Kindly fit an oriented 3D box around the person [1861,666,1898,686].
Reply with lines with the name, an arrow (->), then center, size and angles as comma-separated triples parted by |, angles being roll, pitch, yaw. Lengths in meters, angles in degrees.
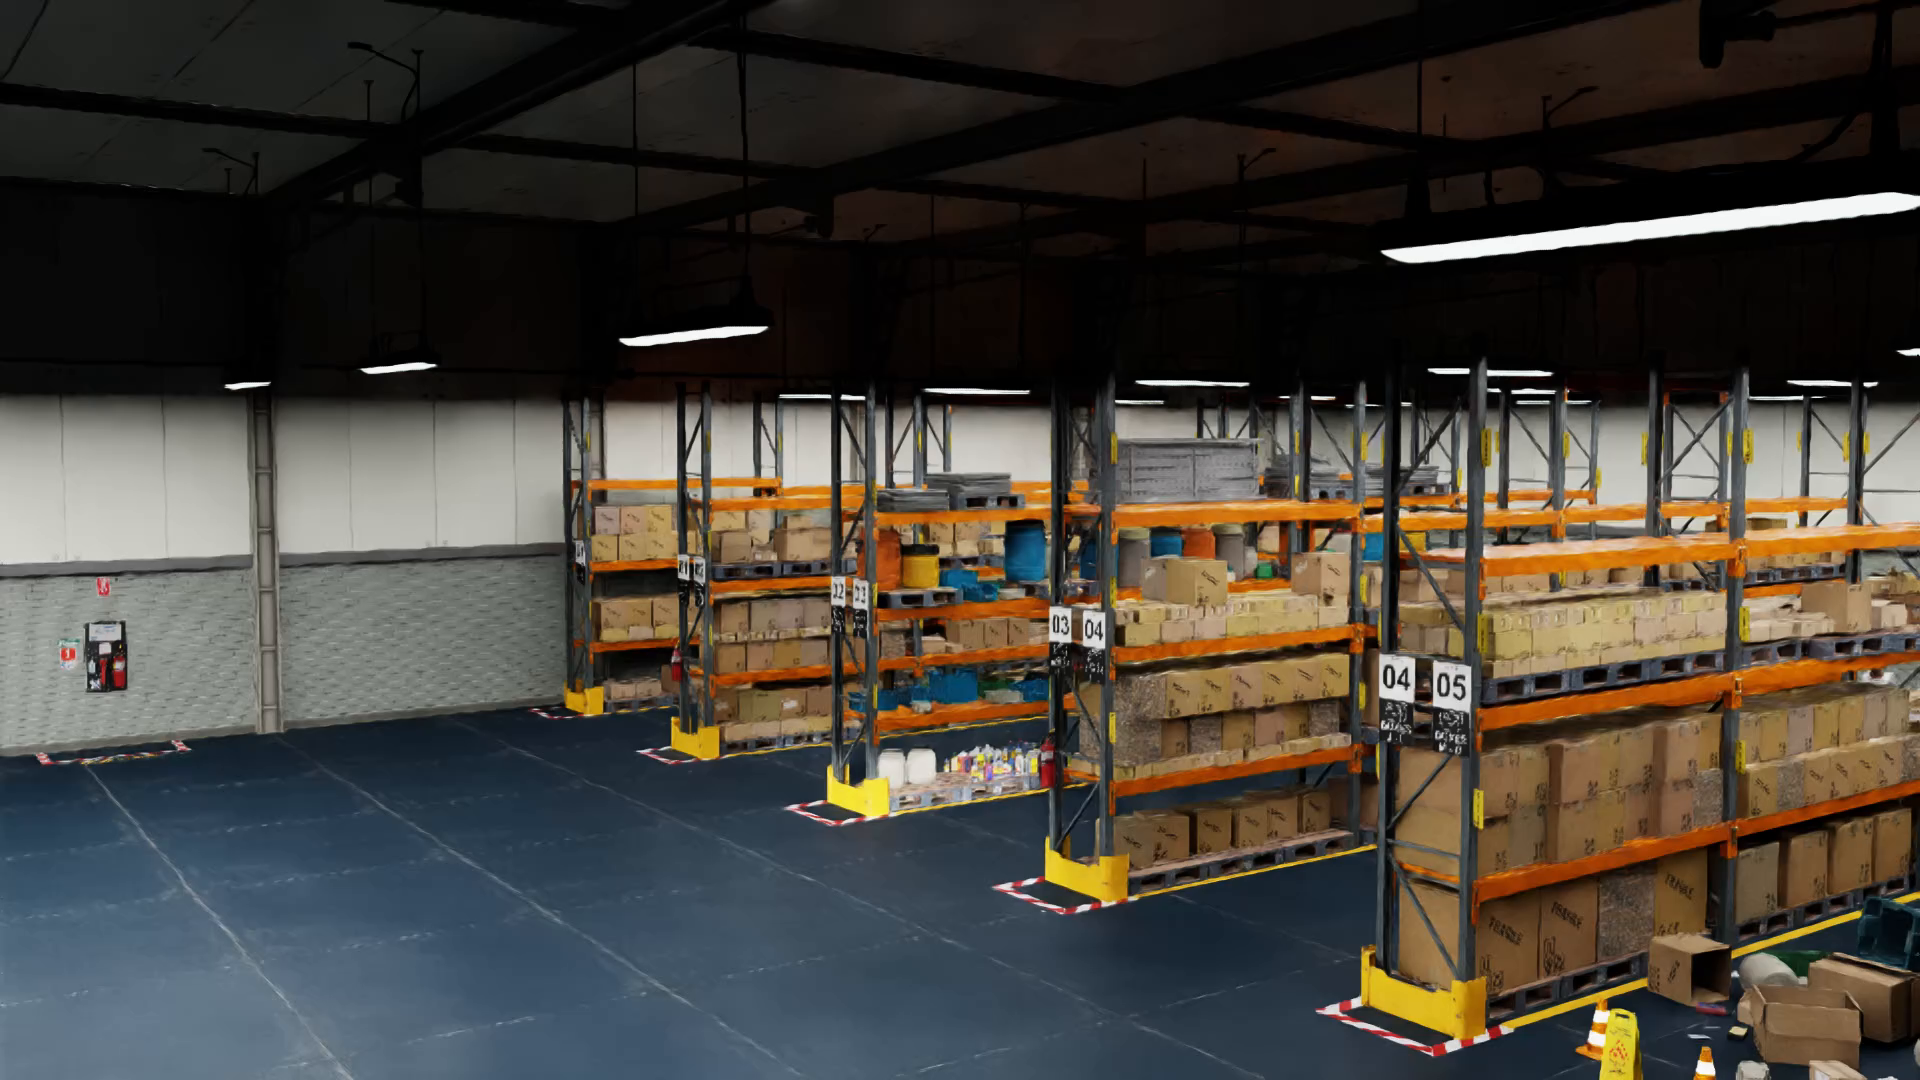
person -> 14.295, 2.634, 25.938 | 1.122, 1.706, 0.566 | -2, 4, -33
